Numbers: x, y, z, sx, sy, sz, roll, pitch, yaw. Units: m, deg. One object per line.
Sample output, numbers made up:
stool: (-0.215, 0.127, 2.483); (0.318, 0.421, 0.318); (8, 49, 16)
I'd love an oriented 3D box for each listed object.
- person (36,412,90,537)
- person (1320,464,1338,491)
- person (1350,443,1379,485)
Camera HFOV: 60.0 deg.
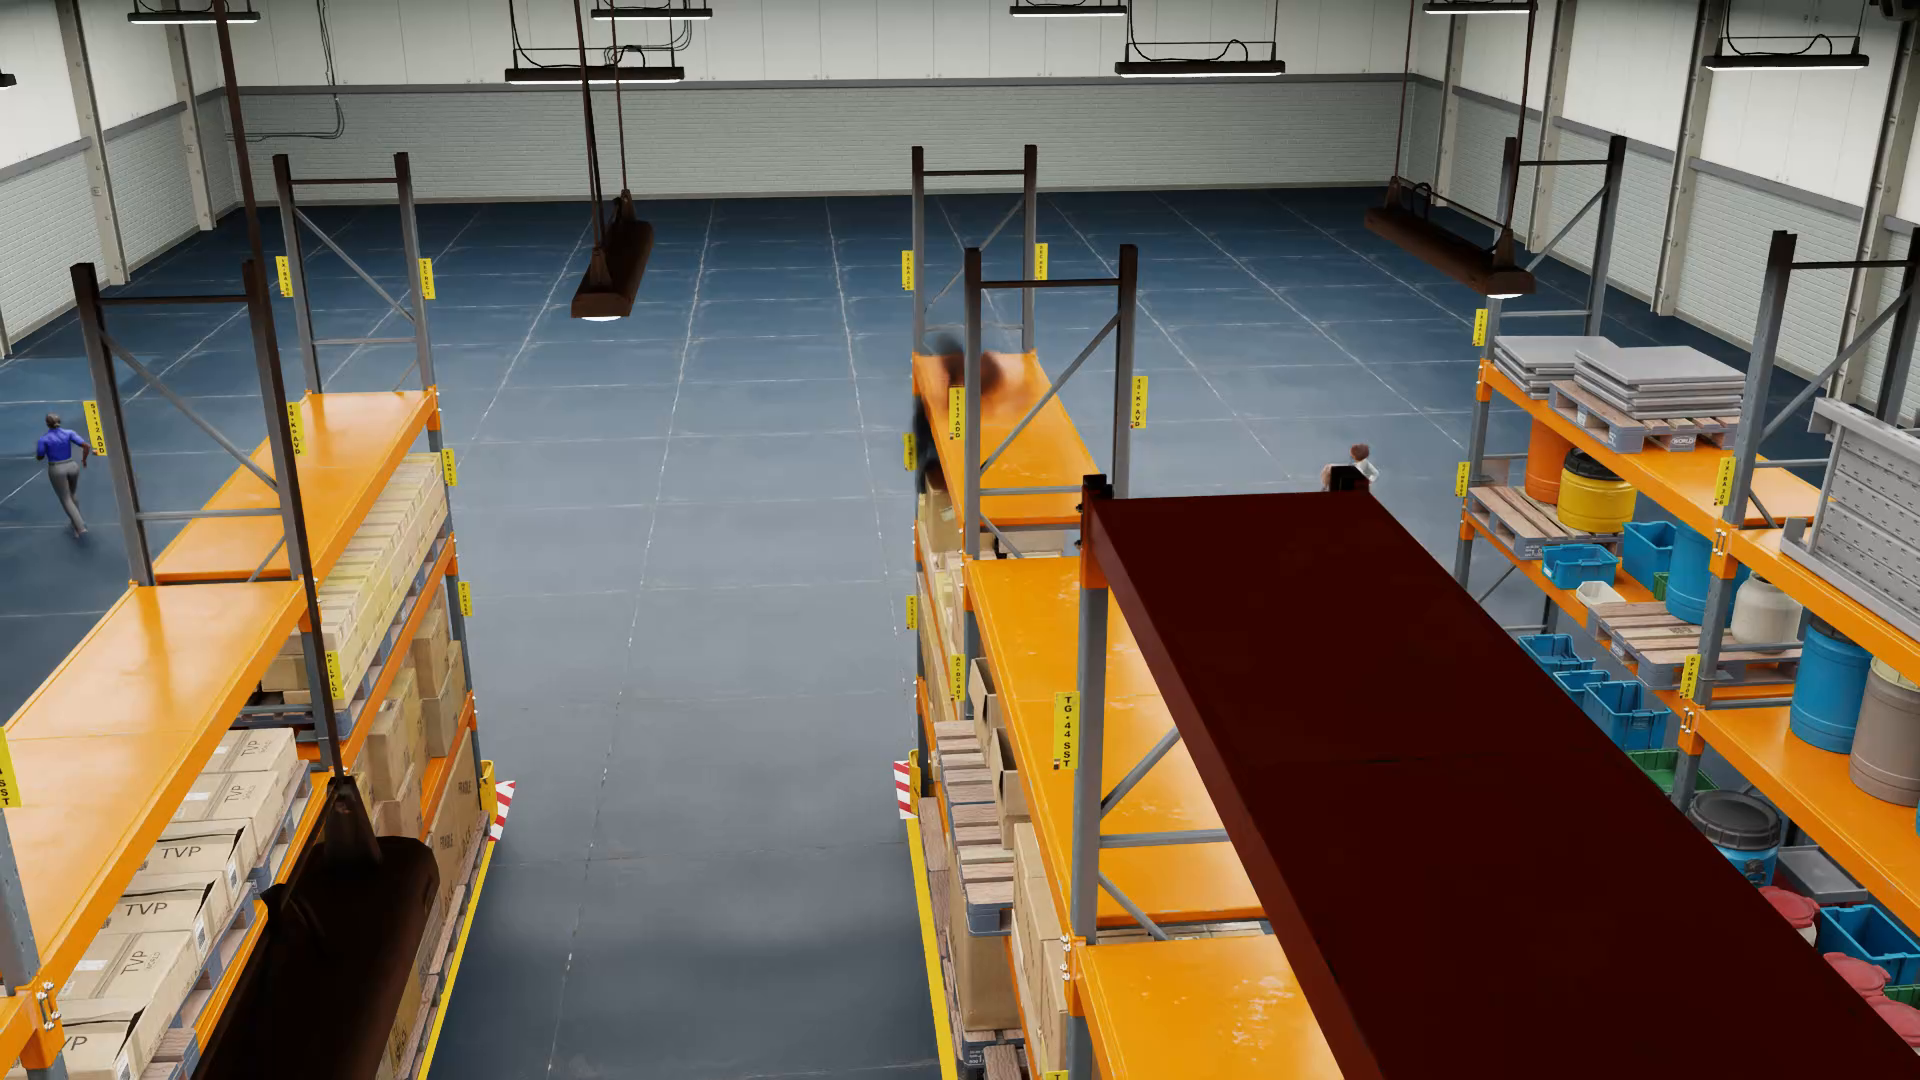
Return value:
person: (-11.549, -0.825, 21.484); (0.803, 1.697, 0.555); (16, 27, 35)
person: (4.331, -0.047, 19.410); (0.635, 1.750, 0.731); (7, 23, 17)
person: (4.887, -0.428, 20.518); (0.759, 1.632, 0.516); (7, 23, 16)
